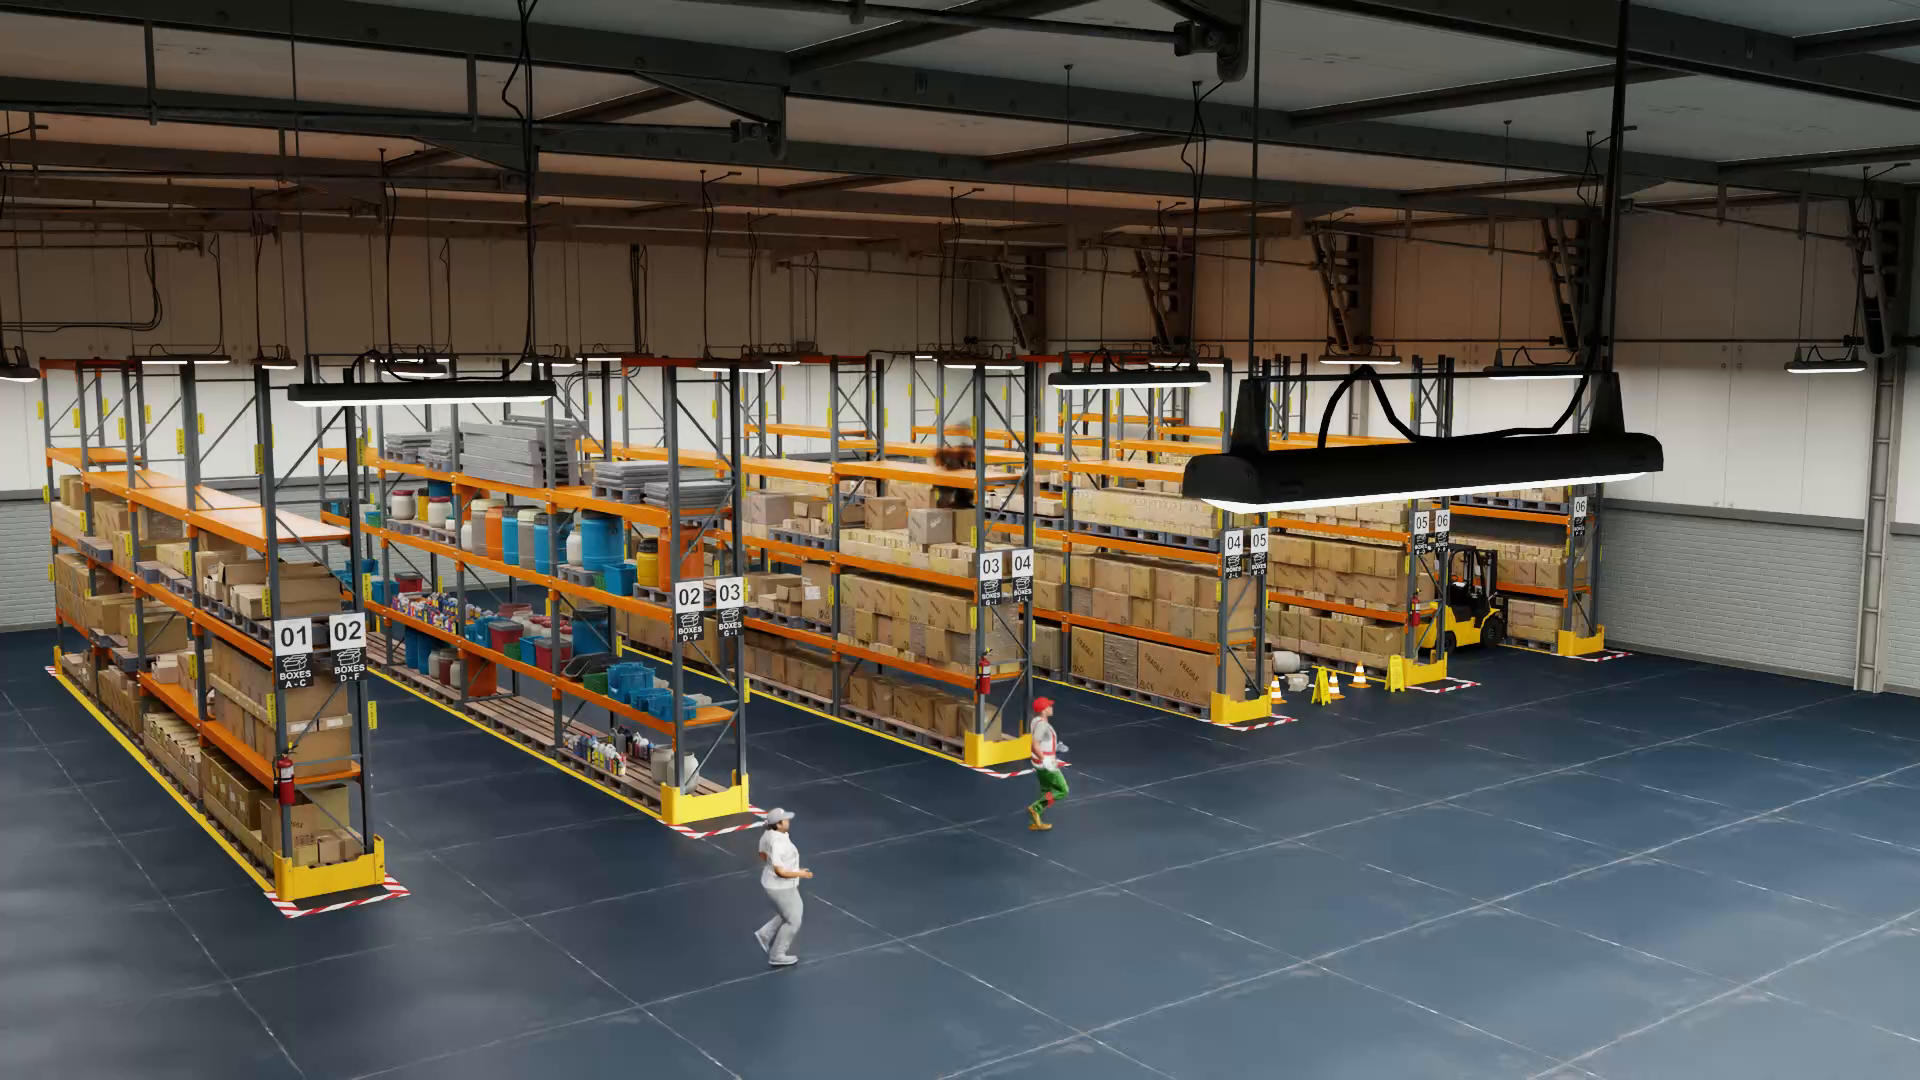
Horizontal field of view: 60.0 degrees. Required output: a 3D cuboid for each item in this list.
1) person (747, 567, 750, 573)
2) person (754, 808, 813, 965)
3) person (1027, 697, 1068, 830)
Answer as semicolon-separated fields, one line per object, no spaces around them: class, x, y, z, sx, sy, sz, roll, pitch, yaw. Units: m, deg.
person;-4.545;1.349;35.199;0.541;1.528;0.666;-6;9;-42
person;-1.796;3.506;16.887;0.565;1.619;0.601;-2;7;-16
person;1.137;2.887;21.485;0.582;1.739;0.661;-1;7;-10
